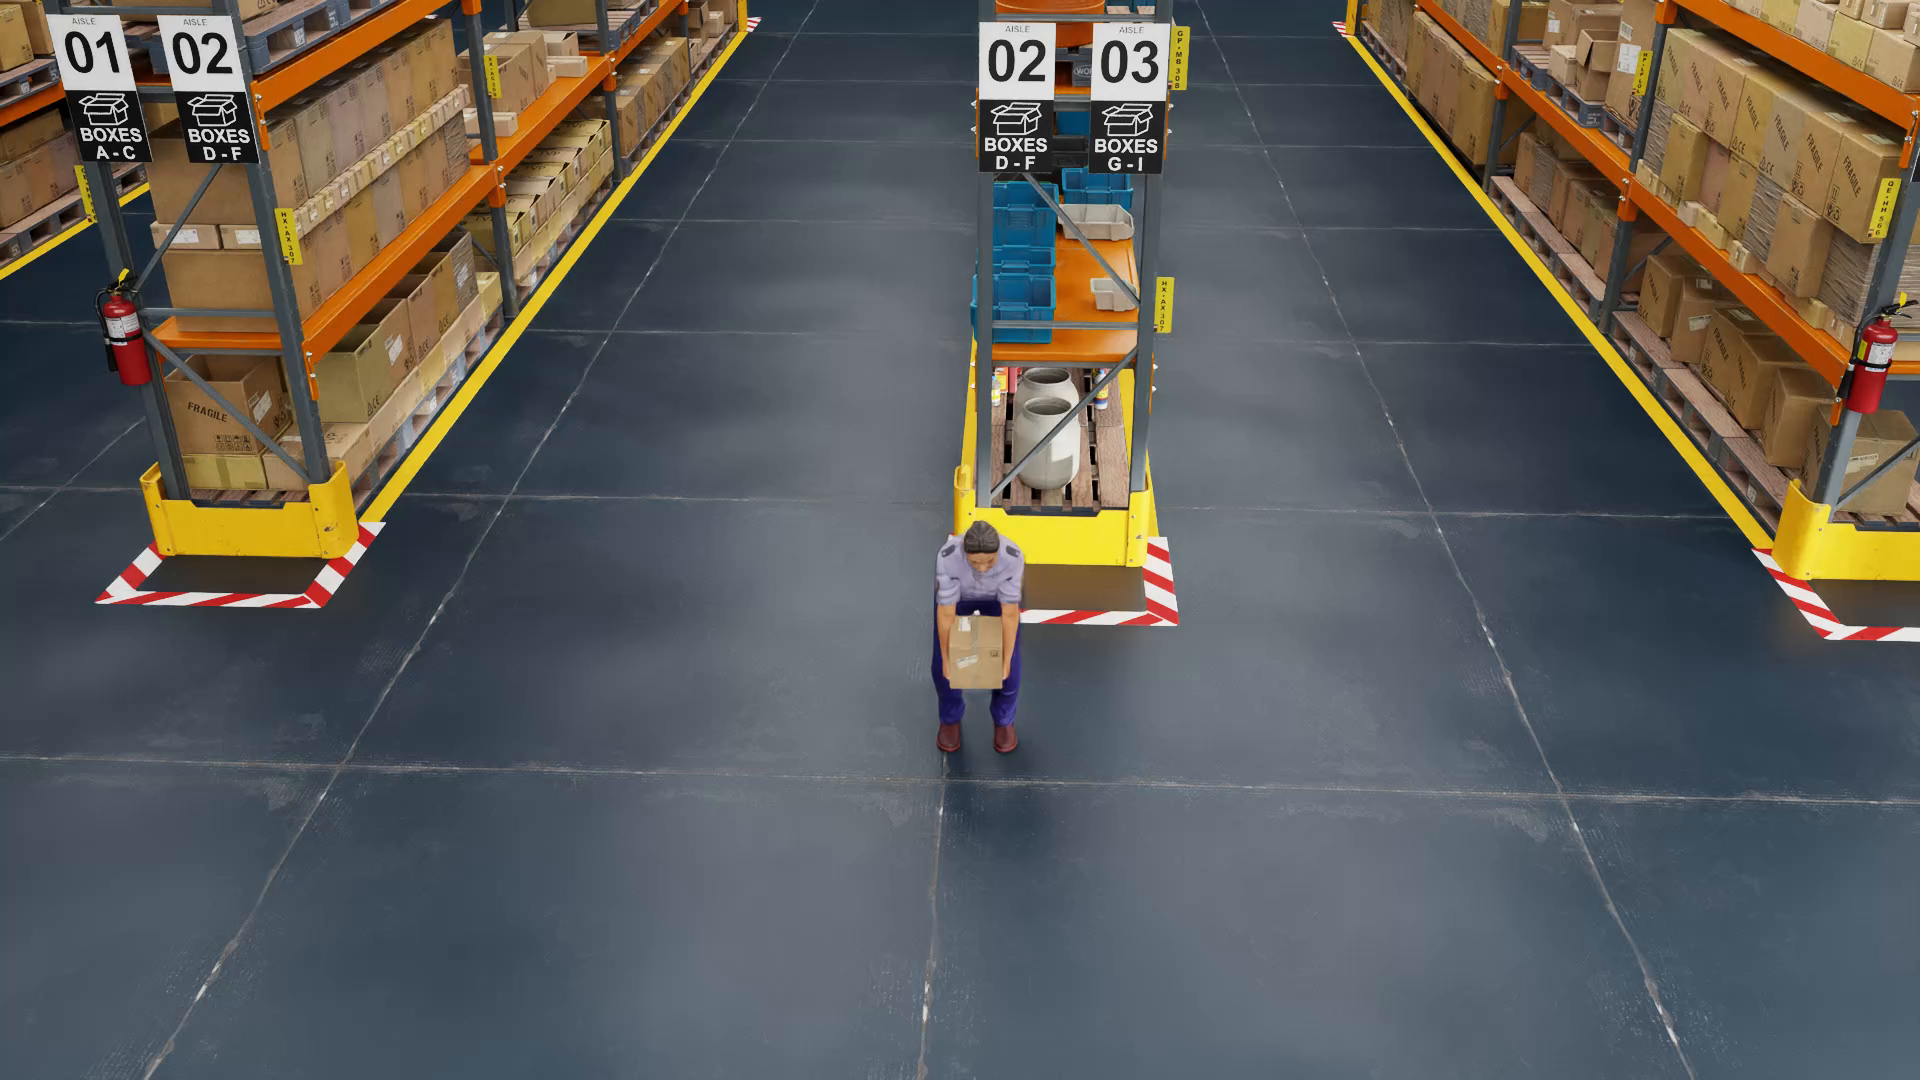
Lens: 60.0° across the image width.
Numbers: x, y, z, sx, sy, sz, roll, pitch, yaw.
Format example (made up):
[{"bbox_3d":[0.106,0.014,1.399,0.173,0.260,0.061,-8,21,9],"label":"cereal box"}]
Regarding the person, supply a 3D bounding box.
[{"bbox_3d":[0.082,0.443,8.055,0.454,1.425,0.728,0,28,1],"label":"person"}]
